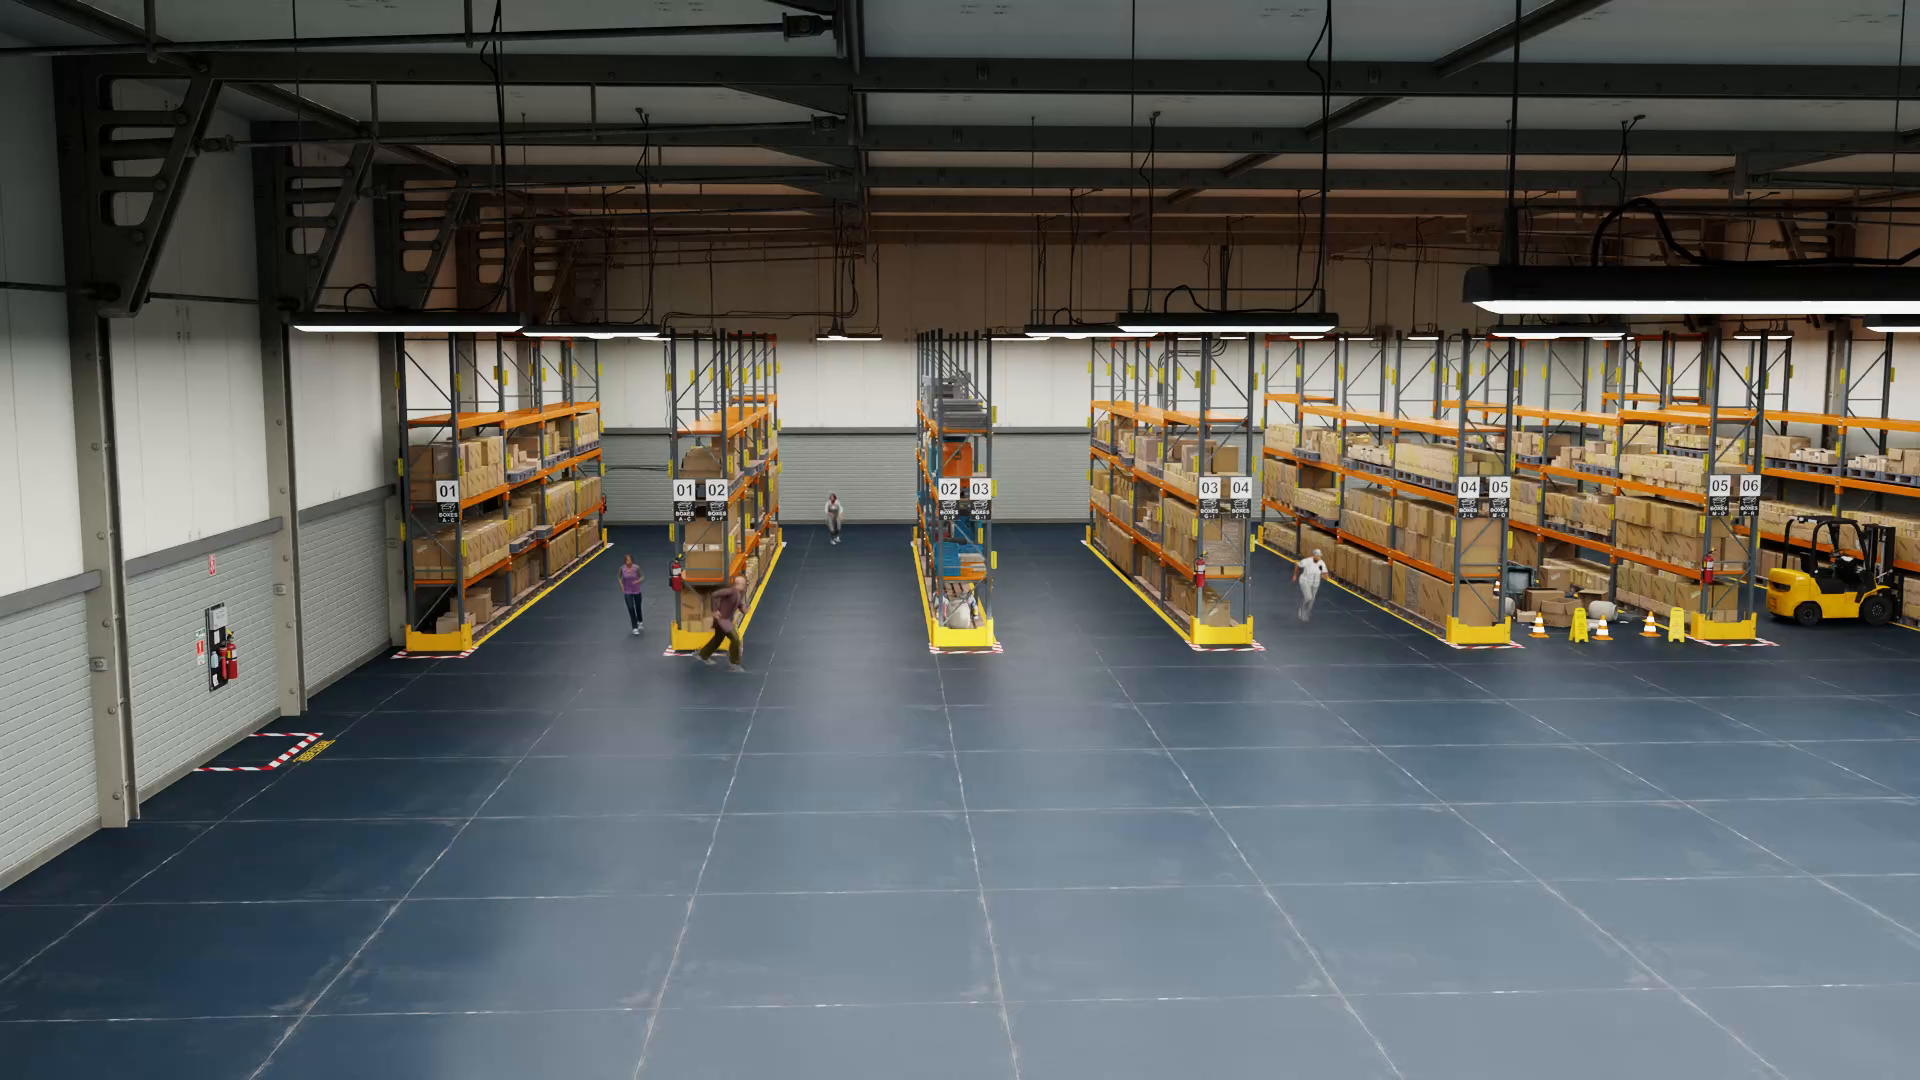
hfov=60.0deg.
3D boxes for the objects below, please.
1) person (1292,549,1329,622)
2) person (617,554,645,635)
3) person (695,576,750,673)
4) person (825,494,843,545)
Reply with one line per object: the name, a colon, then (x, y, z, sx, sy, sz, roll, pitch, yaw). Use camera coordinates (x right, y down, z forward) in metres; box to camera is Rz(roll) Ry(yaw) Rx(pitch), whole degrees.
person: (7.213, 0.915, 34.223, 0.622, 1.530, 0.948, -2, 7, -16)
person: (-6.497, 1.048, 32.880, 0.532, 1.559, 0.839, -1, 7, -12)
person: (-4.188, 1.489, 29.124, 1.062, 1.744, 0.757, 3, 7, 22)
person: (-3.595, -0.591, 47.392, 0.537, 1.494, 0.720, -1, 7, -10)
